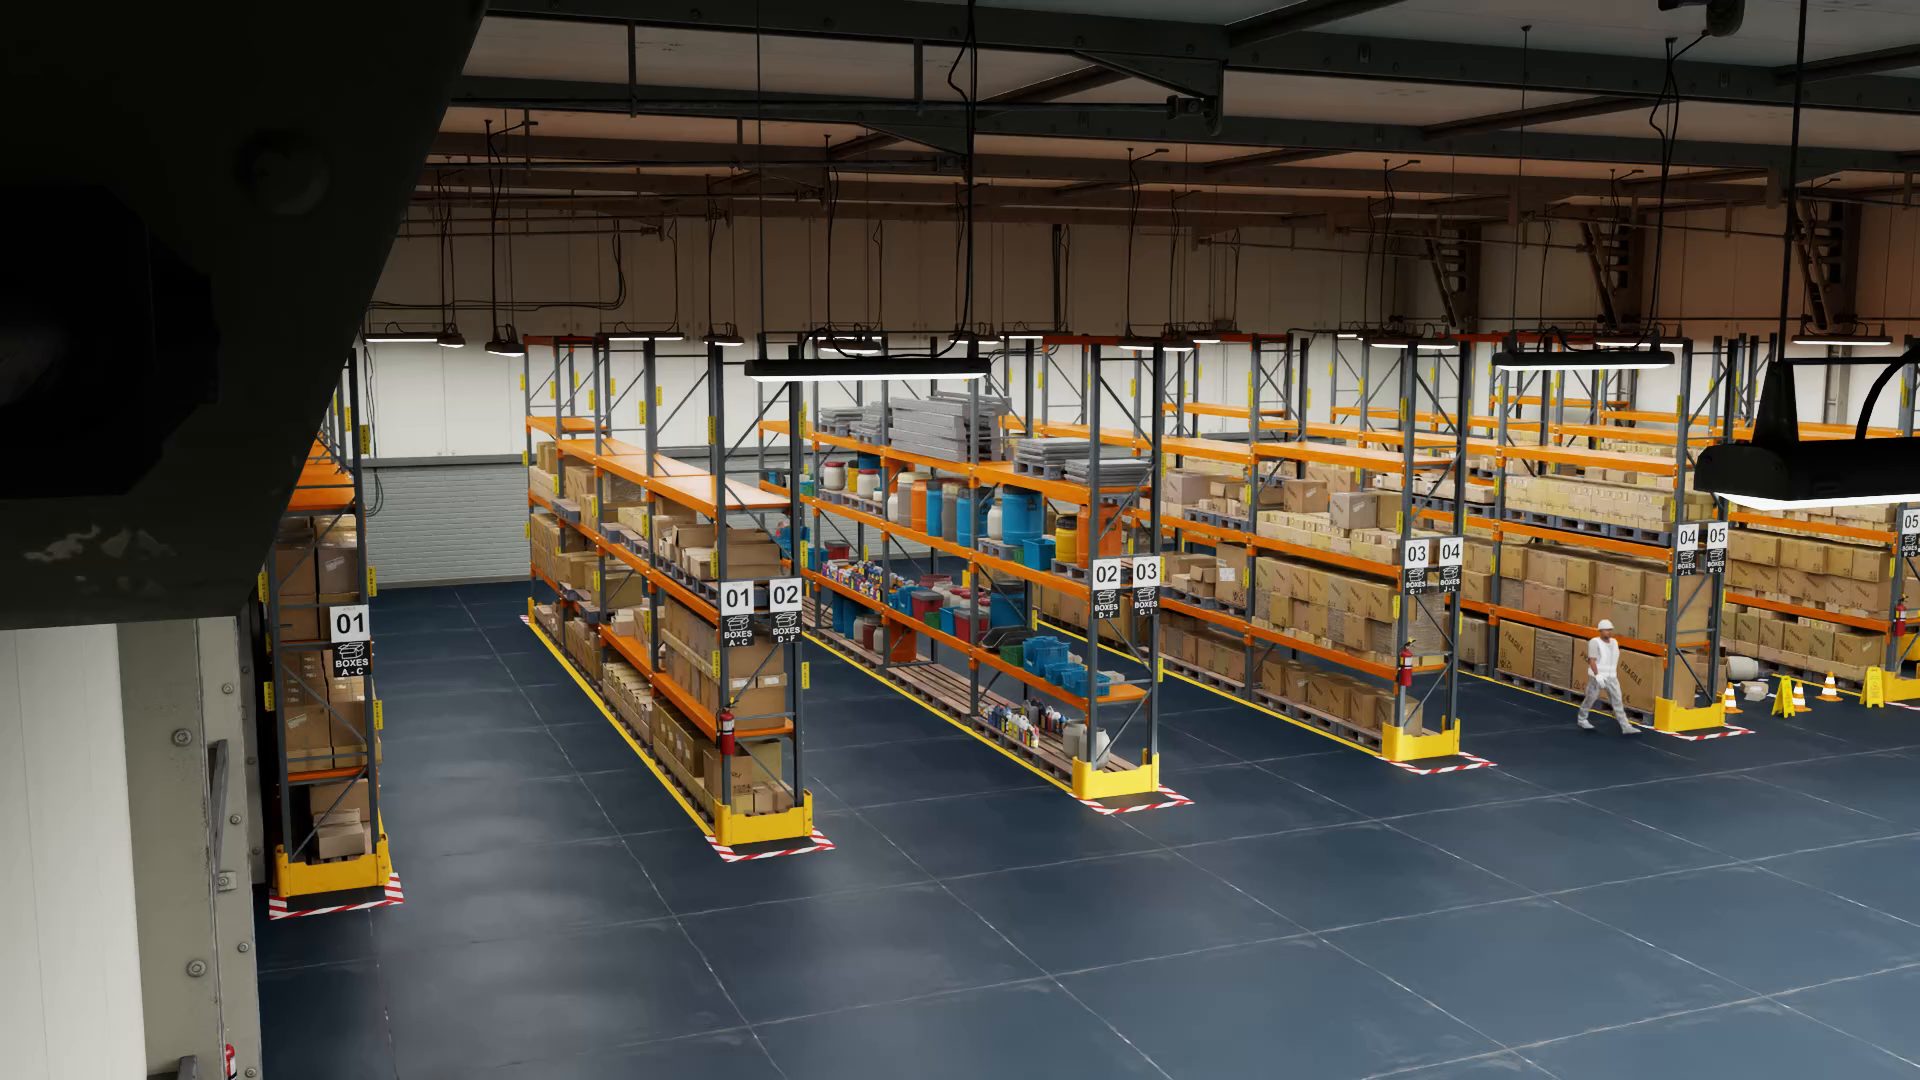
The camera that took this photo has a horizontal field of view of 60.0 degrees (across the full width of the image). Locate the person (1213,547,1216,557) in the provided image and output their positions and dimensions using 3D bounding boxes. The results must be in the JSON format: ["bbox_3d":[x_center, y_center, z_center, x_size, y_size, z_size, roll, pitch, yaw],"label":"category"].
[{"bbox_3d":[6.534,-0.056,42.124,0.346,1.629,0.476,-1,8,-9],"label":"person"}]

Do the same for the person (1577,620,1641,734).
[{"bbox_3d":[9.880,2.090,25.320,0.567,1.725,1.043,-2,8,-17],"label":"person"}]

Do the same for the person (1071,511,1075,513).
[{"bbox_3d":[2.728,0.177,39.657,0.583,1.717,1.114,-4,9,-27],"label":"person"}]

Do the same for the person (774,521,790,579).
[{"bbox_3d":[-4.036,0.434,37.999,0.644,1.736,0.563,0,8,0],"label":"person"}]
